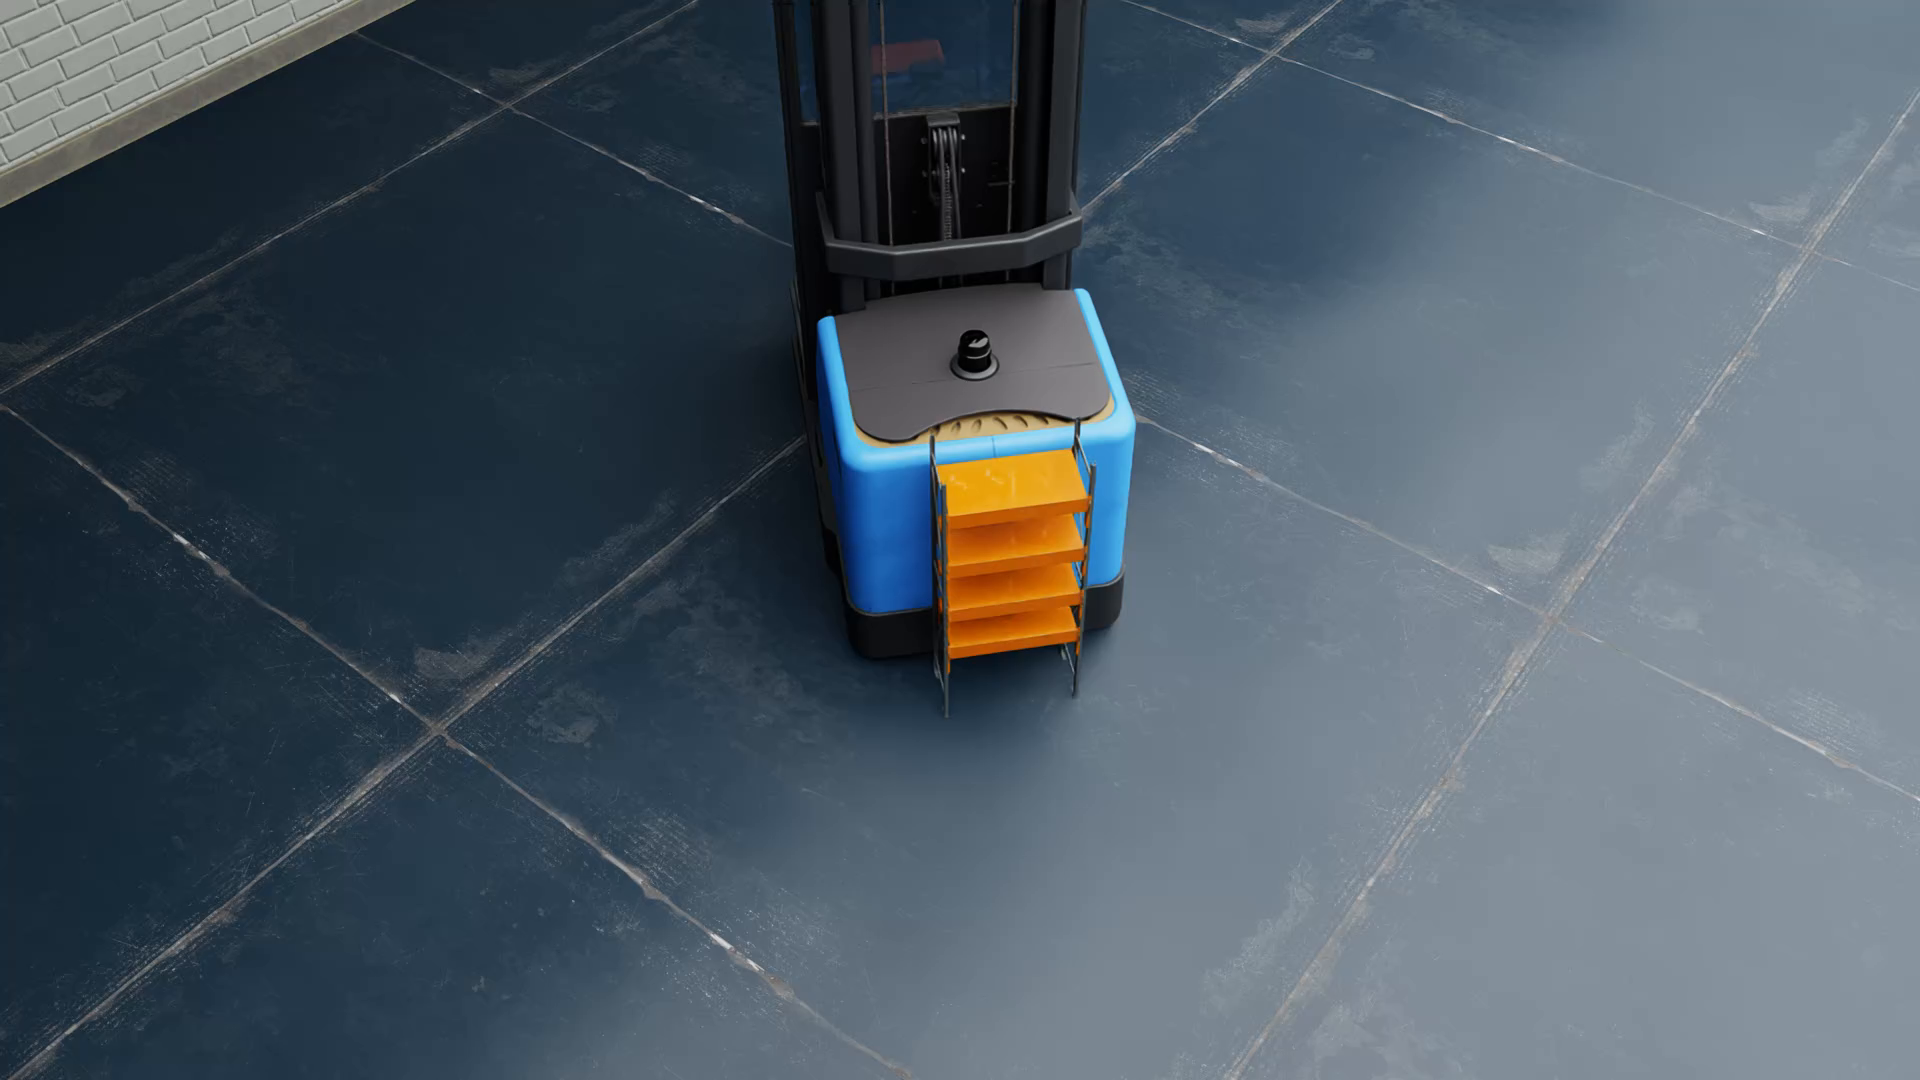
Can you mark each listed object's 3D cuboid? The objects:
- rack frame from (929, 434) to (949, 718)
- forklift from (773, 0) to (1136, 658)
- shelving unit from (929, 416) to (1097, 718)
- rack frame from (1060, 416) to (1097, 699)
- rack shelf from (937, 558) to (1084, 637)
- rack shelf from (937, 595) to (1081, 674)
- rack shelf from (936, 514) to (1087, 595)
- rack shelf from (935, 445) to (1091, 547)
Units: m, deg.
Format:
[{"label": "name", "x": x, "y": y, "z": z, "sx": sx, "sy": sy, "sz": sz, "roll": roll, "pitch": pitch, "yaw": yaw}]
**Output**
[{"label": "rack frame", "x": -0.071, "y": 0.155, "z": 5.772, "sx": 0.015, "sy": 1.200, "sz": 0.240, "roll": -8, "pitch": 47, "yaw": -7}, {"label": "forklift", "x": -0.143, "y": -1.653, "z": 6.302, "sx": 1.130, "sy": 2.935, "sz": 3.031, "roll": -7, "pitch": 47, "yaw": -7}, {"label": "shelving unit", "x": 0.169, "y": 0.123, "z": 5.802, "sx": 0.503, "sy": 1.200, "sz": 0.258, "roll": -8, "pitch": 47, "yaw": -7}, {"label": "rack frame", "x": 0.409, "y": 0.091, "z": 5.833, "sx": 0.015, "sy": 1.200, "sz": 0.240, "roll": -8, "pitch": 47, "yaw": -7}, {"label": "rack shelf", "x": 0.169, "y": 0.170, "z": 5.851, "sx": 0.480, "sy": 0.148, "sz": 0.258, "roll": -8, "pitch": 47, "yaw": -7}, {"label": "rack shelf", "x": 0.169, "y": 0.307, "z": 5.995, "sx": 0.480, "sy": 0.148, "sz": 0.258, "roll": -8, "pitch": 47, "yaw": -7}, {"label": "rack shelf", "x": 0.169, "y": 0.015, "z": 5.689, "sx": 0.480, "sy": 0.148, "sz": 0.258, "roll": -8, "pitch": 47, "yaw": -7}, {"label": "rack shelf", "x": 0.169, "y": -0.148, "z": 5.518, "sx": 0.480, "sy": 0.148, "sz": 0.258, "roll": -8, "pitch": 47, "yaw": -7}]
